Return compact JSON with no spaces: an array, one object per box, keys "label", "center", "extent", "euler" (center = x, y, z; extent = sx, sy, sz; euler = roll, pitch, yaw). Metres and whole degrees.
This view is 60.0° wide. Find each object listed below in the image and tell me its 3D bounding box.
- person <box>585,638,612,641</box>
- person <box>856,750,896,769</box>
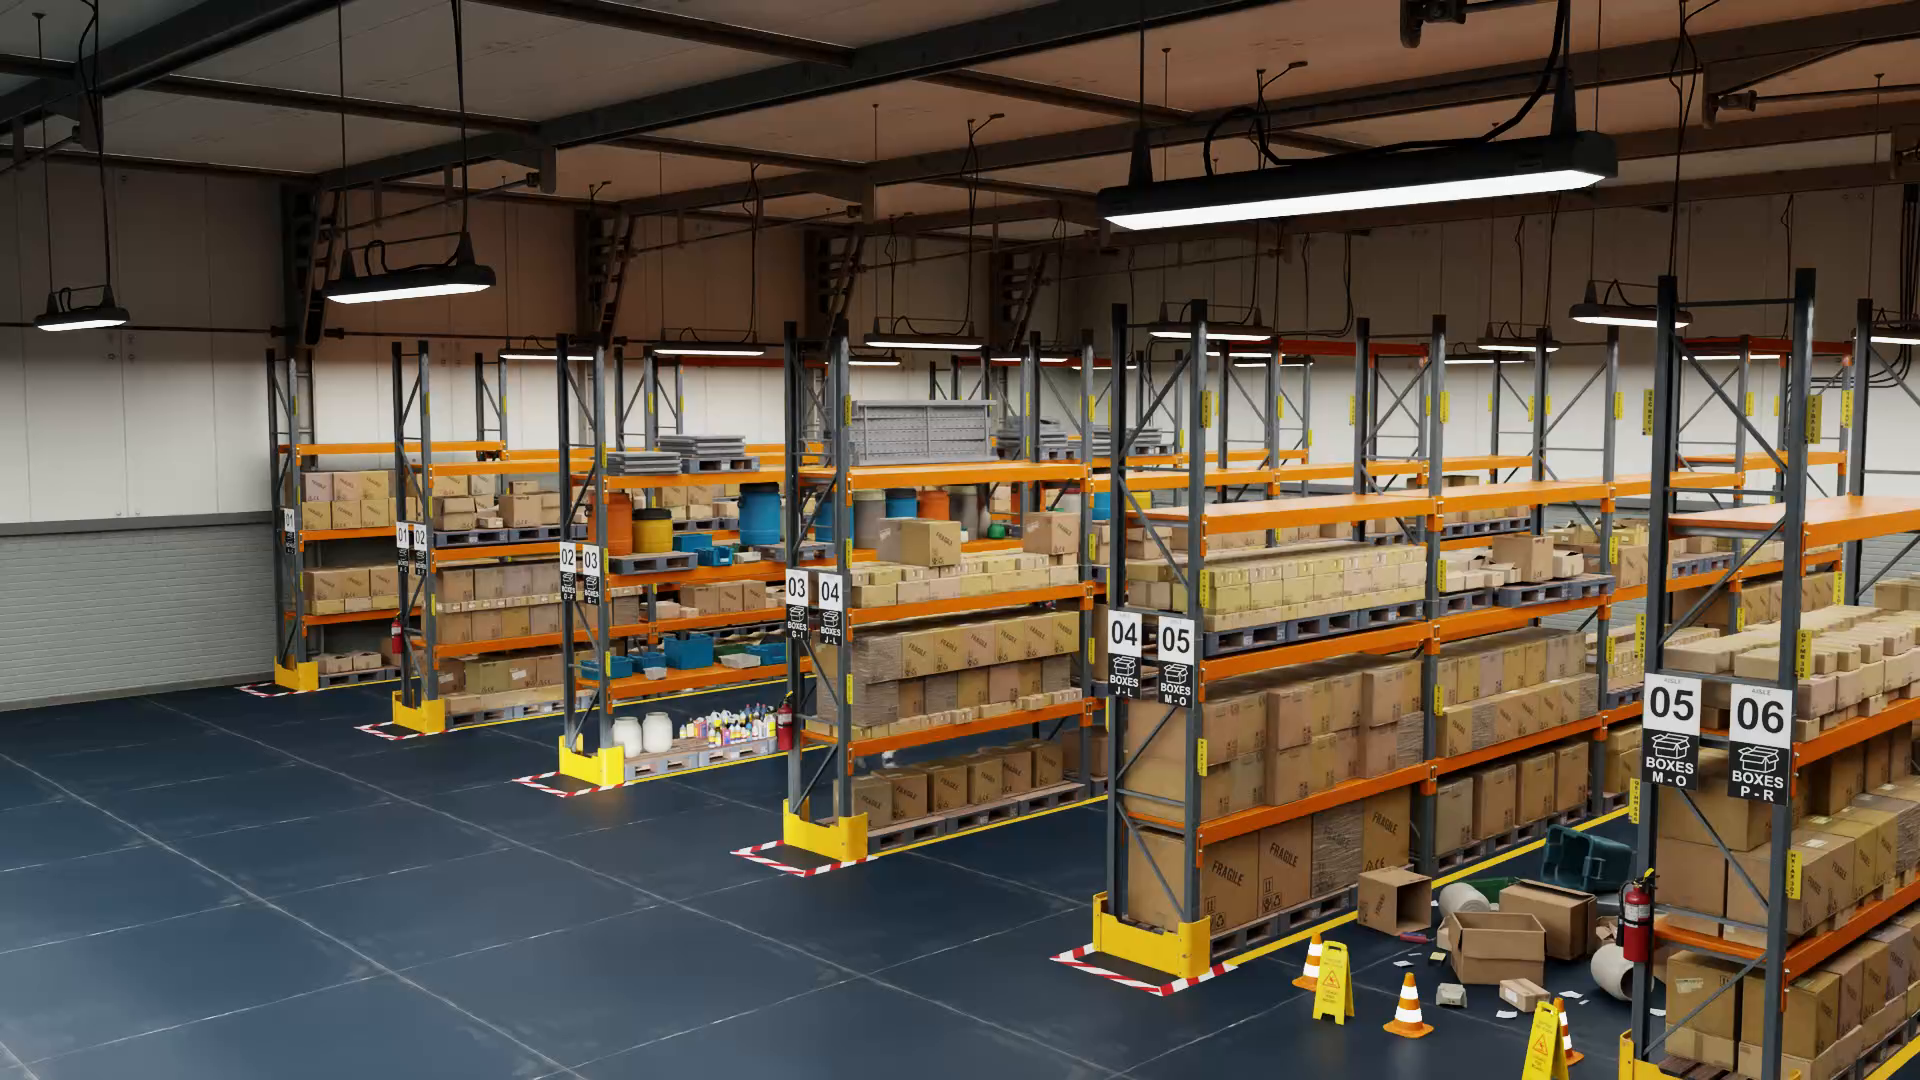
[{"label":"person","center":[-6.845,1.603,31.243],"extent":[0.681,1.801,0.485],"euler":[-3,6,-28]},{"label":"person","center":[-1.091,2.317,22.572],"extent":[0.725,1.776,0.520],"euler":[-1,5,-9]}]
